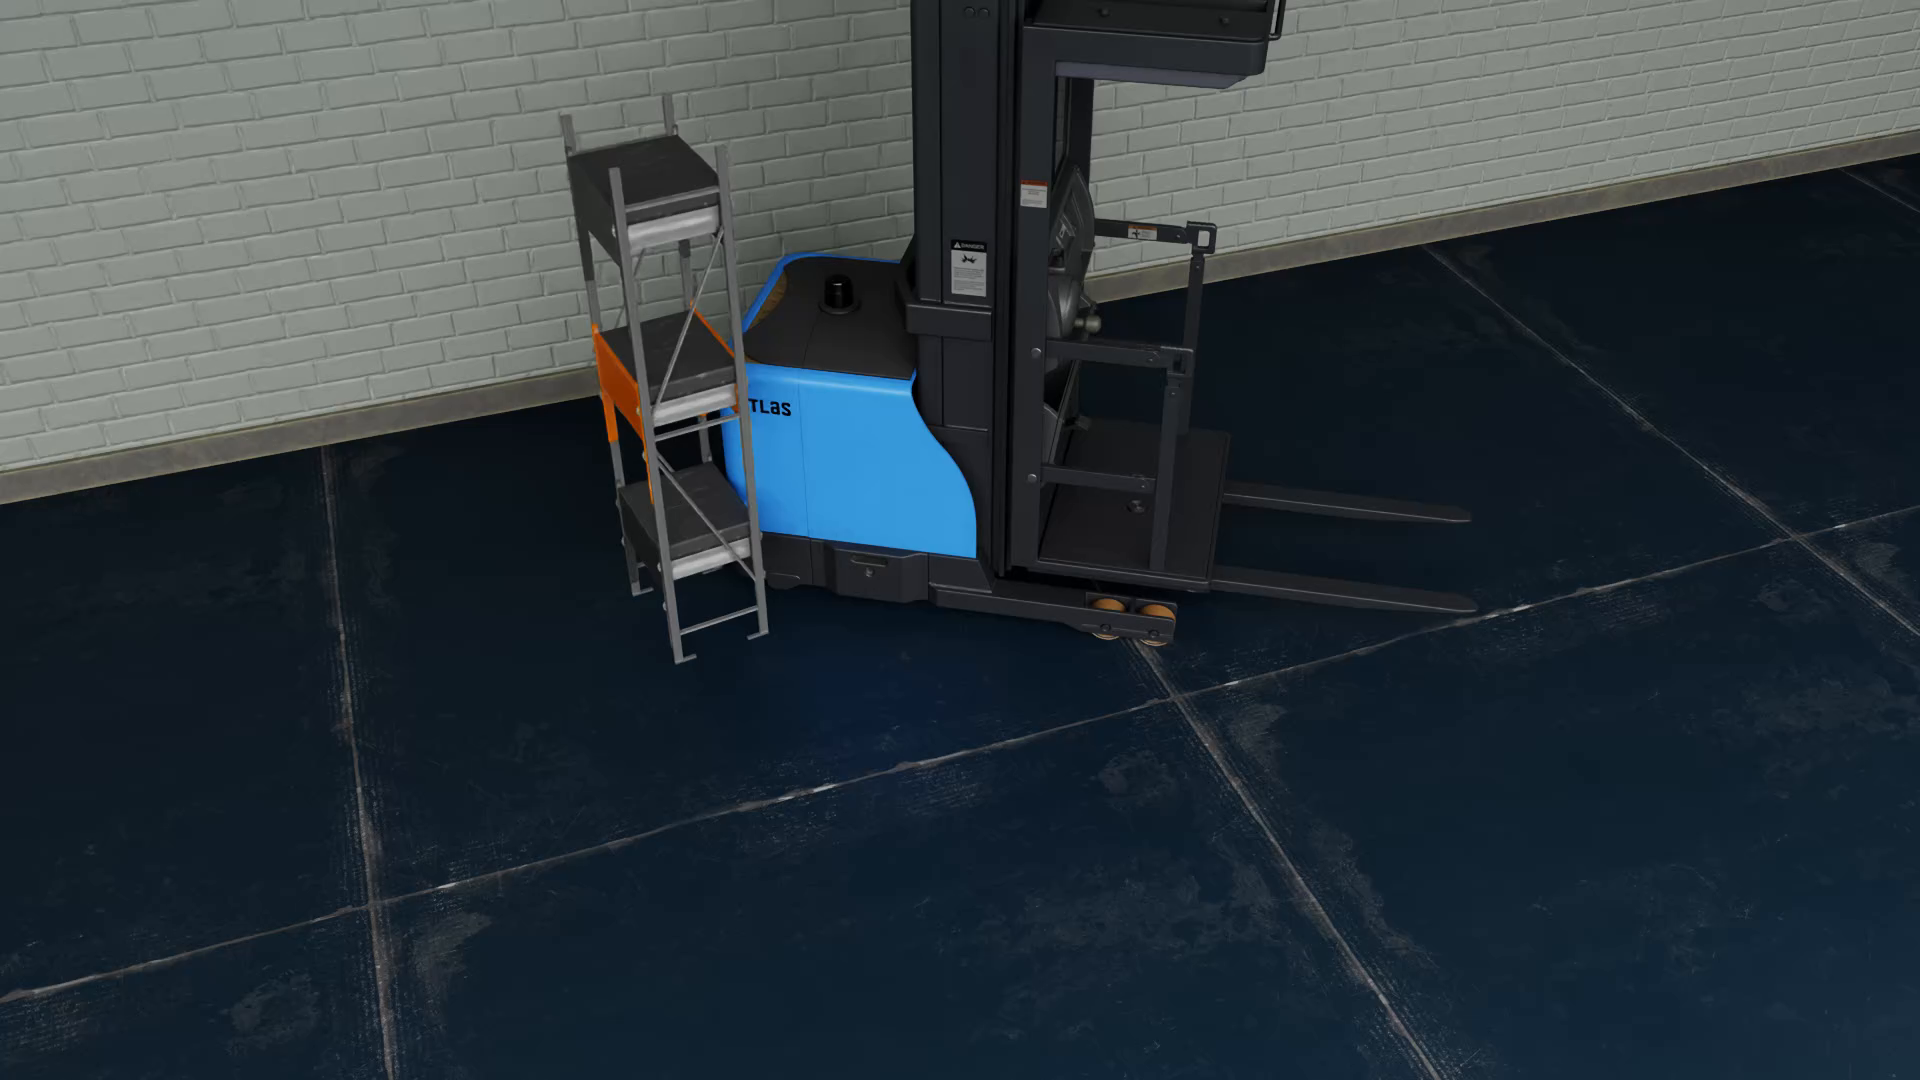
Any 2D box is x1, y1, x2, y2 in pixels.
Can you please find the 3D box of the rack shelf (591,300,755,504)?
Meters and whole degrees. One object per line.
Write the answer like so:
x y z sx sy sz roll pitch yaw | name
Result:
-1.071 -0.524 6.222 0.431 0.518 0.480 -18 41 -23 | rack shelf

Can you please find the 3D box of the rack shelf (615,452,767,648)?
-1.072 0.035 6.643 0.431 0.518 0.480 -18 41 -23 | rack shelf

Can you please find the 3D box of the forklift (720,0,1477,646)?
0.610 -1.095 6.268 3.031 2.935 1.130 7 38 9 | forklift

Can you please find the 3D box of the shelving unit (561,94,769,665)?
-1.071 -0.535 6.214 0.431 2.100 0.503 -18 41 -23 | shelving unit

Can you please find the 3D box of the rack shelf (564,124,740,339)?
-1.070 -1.084 5.802 0.431 0.518 0.480 -18 41 -23 | rack shelf

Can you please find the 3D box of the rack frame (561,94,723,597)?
-1.188 -0.664 6.385 0.400 2.100 0.015 -18 41 -23 | rack frame

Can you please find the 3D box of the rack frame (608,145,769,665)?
-0.953 -0.406 6.043 0.400 2.100 0.015 -18 41 -23 | rack frame
